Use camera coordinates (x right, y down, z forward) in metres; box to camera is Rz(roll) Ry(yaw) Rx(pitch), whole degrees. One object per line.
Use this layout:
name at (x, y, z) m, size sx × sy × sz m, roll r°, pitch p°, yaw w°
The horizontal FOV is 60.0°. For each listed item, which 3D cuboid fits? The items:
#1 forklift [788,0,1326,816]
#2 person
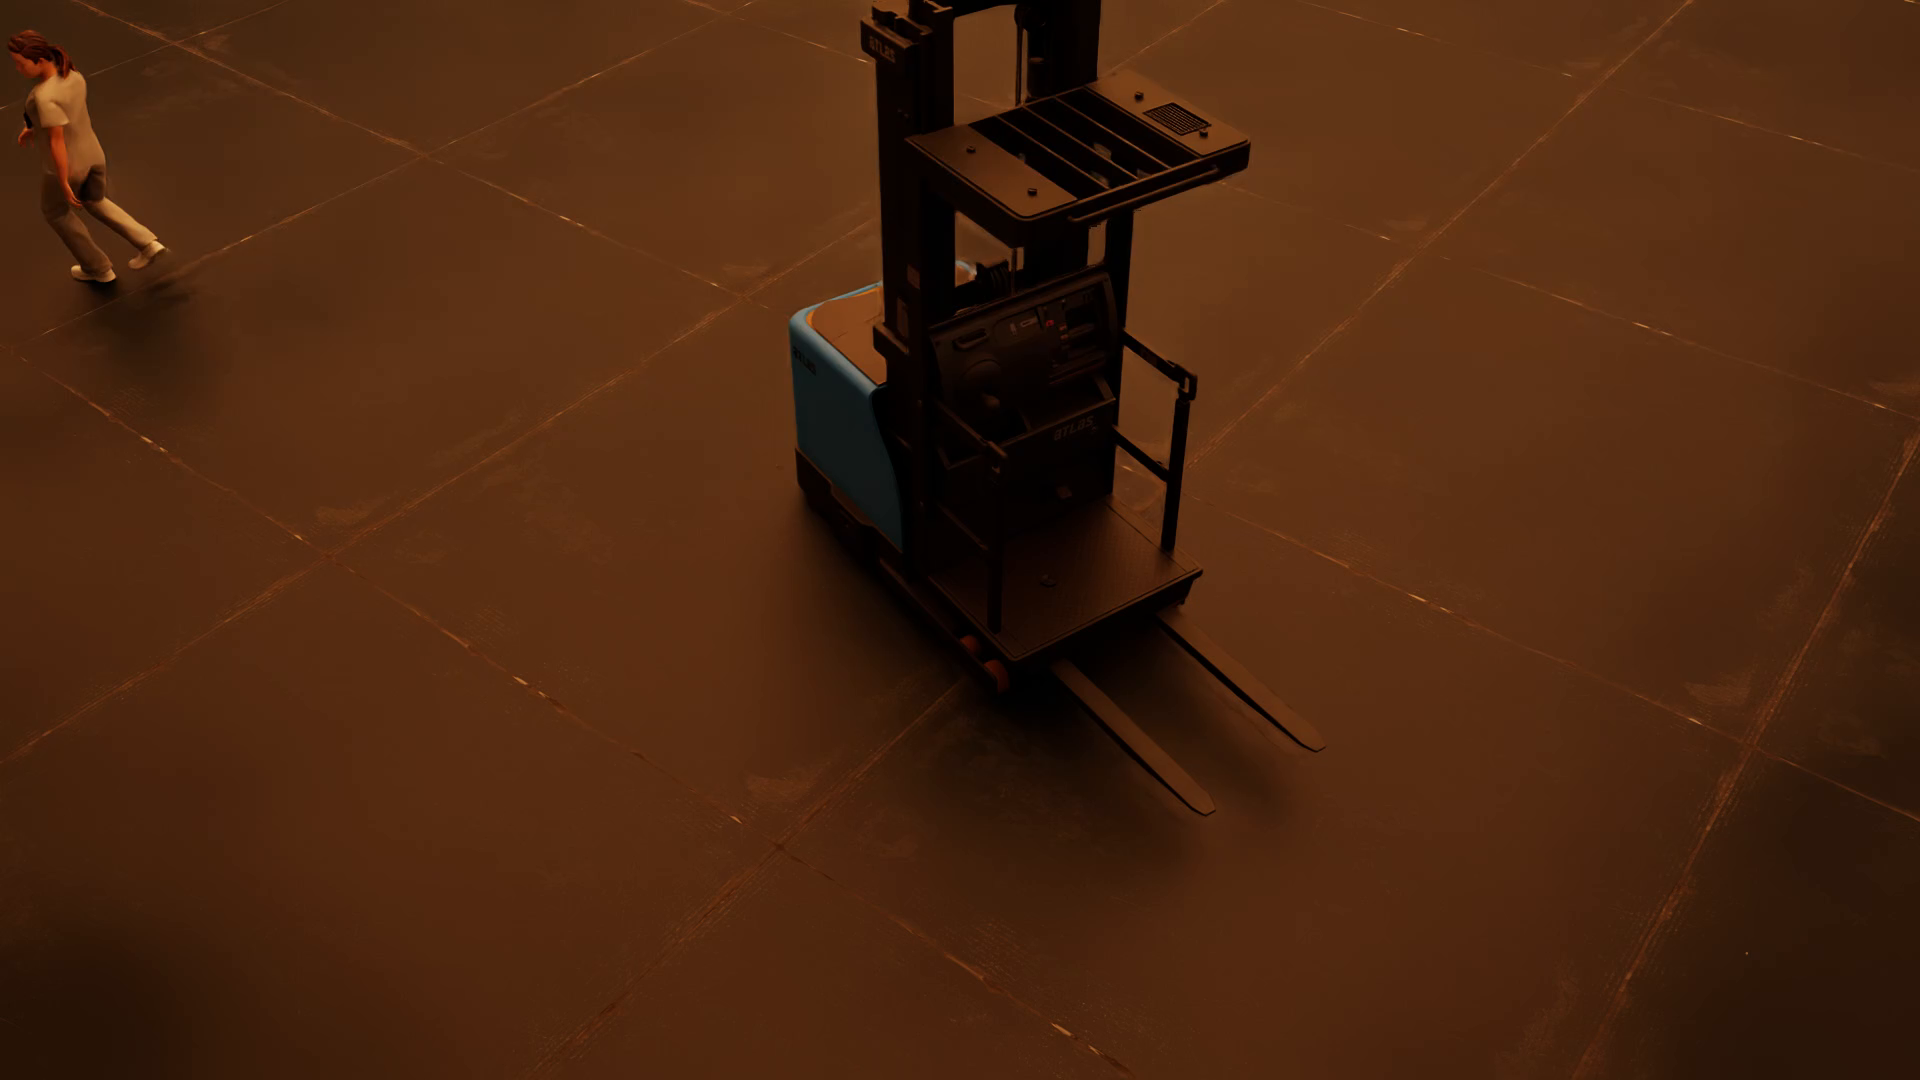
forklift at (0.407, -0.769, 6.976) m, size 1.130 × 2.935 × 3.031 m, roll -24°, pitch 46°, yaw -25°
person at (-5.177, -2.183, 9.660) m, size 0.636 × 1.610 × 0.571 m, roll 13°, pitch 42°, yaw 14°
